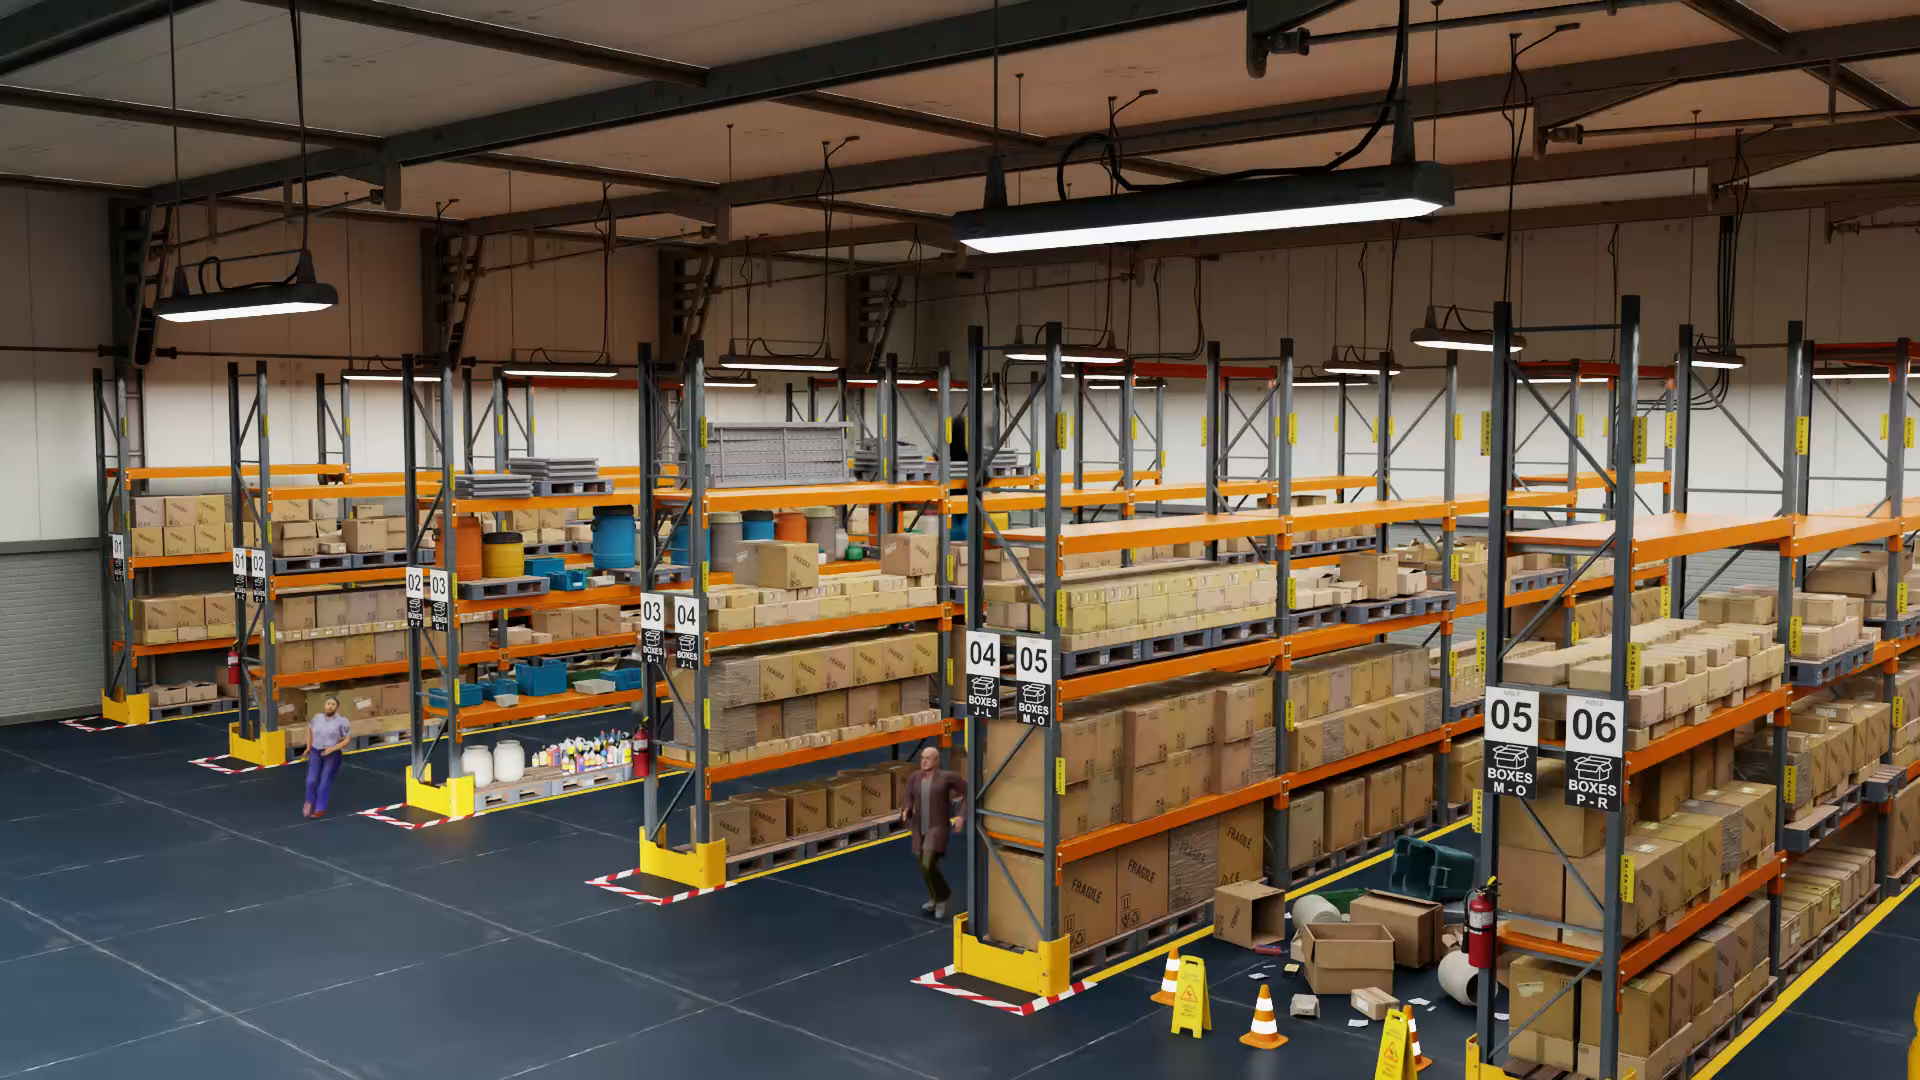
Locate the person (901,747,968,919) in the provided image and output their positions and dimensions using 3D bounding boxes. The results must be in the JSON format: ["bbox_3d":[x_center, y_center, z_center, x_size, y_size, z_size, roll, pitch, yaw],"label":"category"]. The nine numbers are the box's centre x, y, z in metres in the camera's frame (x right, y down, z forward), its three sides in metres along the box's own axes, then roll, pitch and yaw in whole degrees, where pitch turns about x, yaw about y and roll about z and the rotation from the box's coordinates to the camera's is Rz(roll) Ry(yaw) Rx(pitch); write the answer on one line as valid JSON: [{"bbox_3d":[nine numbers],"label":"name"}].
[{"bbox_3d":[-0.299,3.078,17.173,0.732,1.710,0.724,3,5,32],"label":"person"}]

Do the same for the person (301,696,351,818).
[{"bbox_3d":[-8.136,2.803,21.322,0.619,1.571,0.596,-1,4,-7],"label":"person"}]

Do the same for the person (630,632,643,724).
[{"bbox_3d":[-5.126,2.339,26.650,0.668,1.733,0.569,3,5,32],"label":"person"}]
